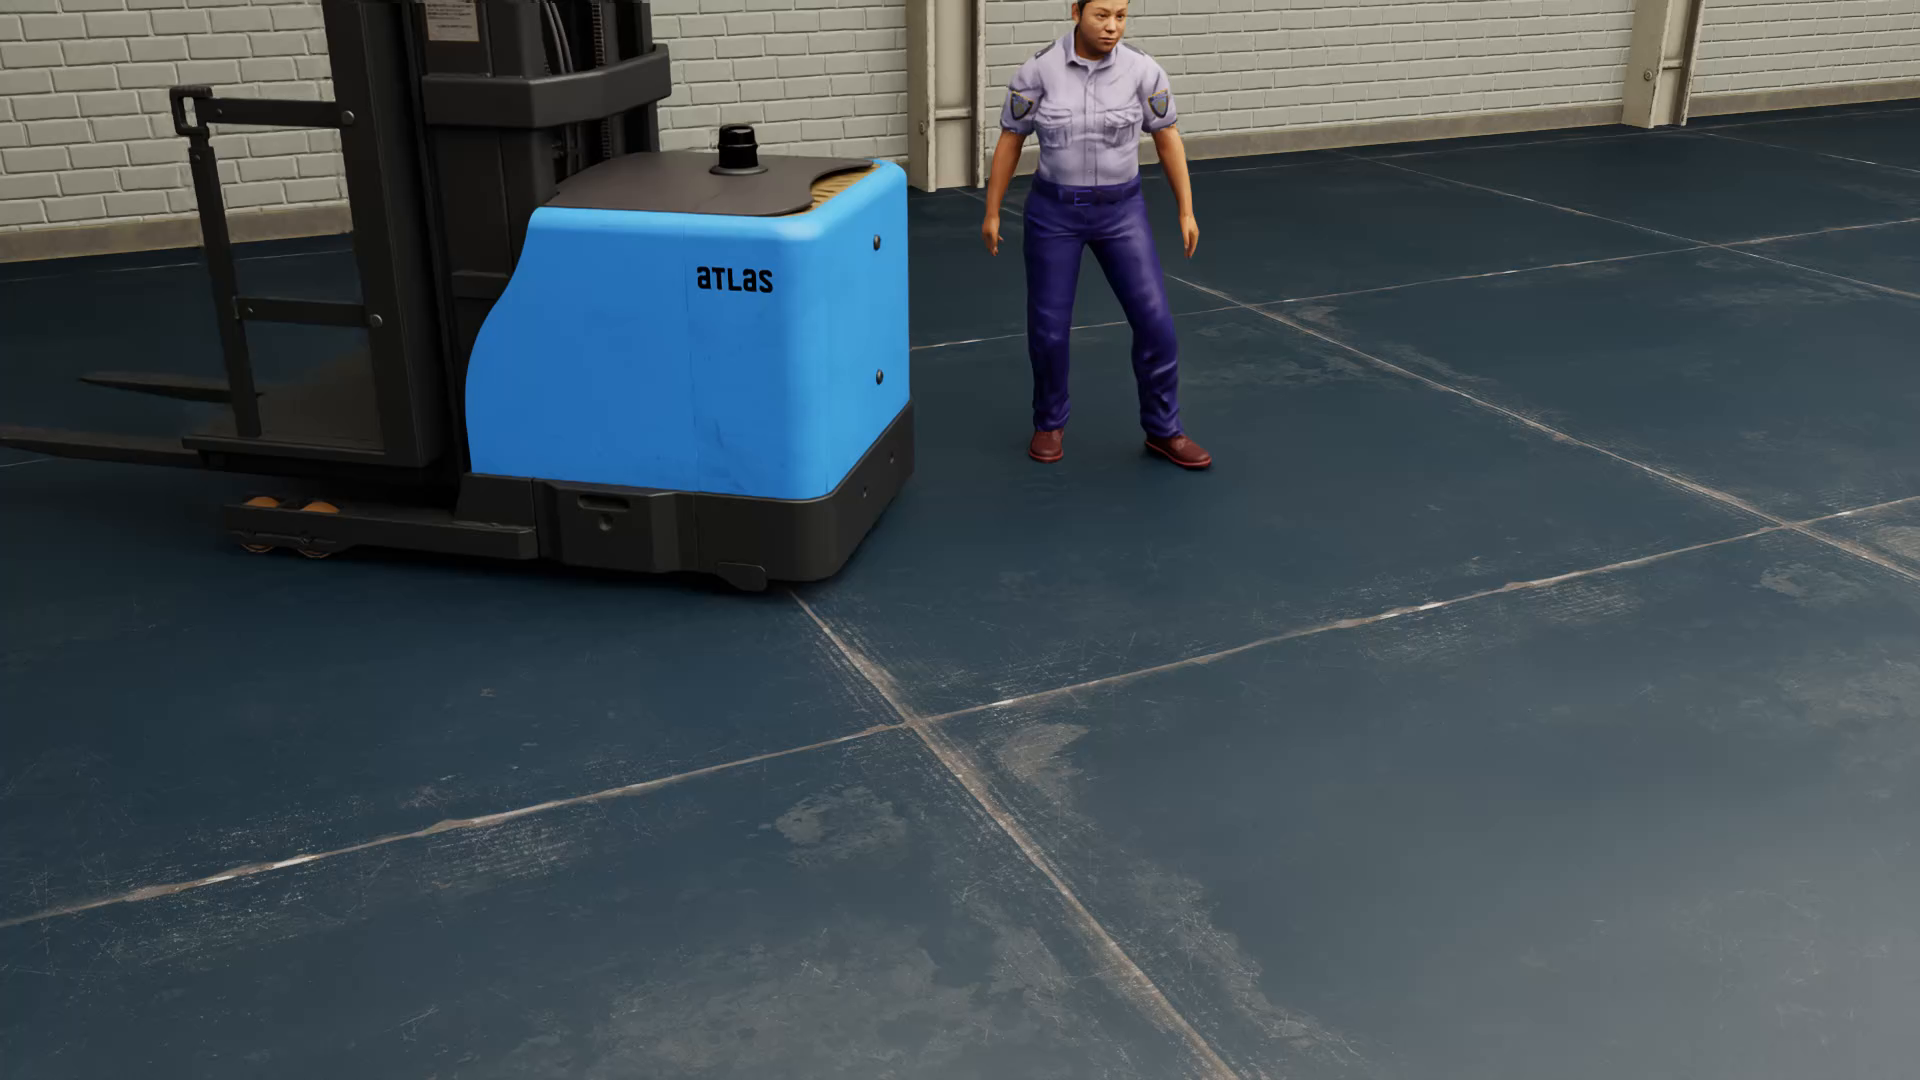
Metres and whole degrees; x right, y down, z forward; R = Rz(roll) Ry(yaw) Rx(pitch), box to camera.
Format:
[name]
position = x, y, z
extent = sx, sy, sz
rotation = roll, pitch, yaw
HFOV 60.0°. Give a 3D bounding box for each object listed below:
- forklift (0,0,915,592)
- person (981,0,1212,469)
[forklift]
position = -1.723, -1.489, 4.871
extent = 3.031, 2.935, 1.130
rotation = 5, 23, 12
[person]
position = 0.469, -1.051, 5.541
extent = 0.796, 1.621, 0.374
rotation = 0, 23, 0
